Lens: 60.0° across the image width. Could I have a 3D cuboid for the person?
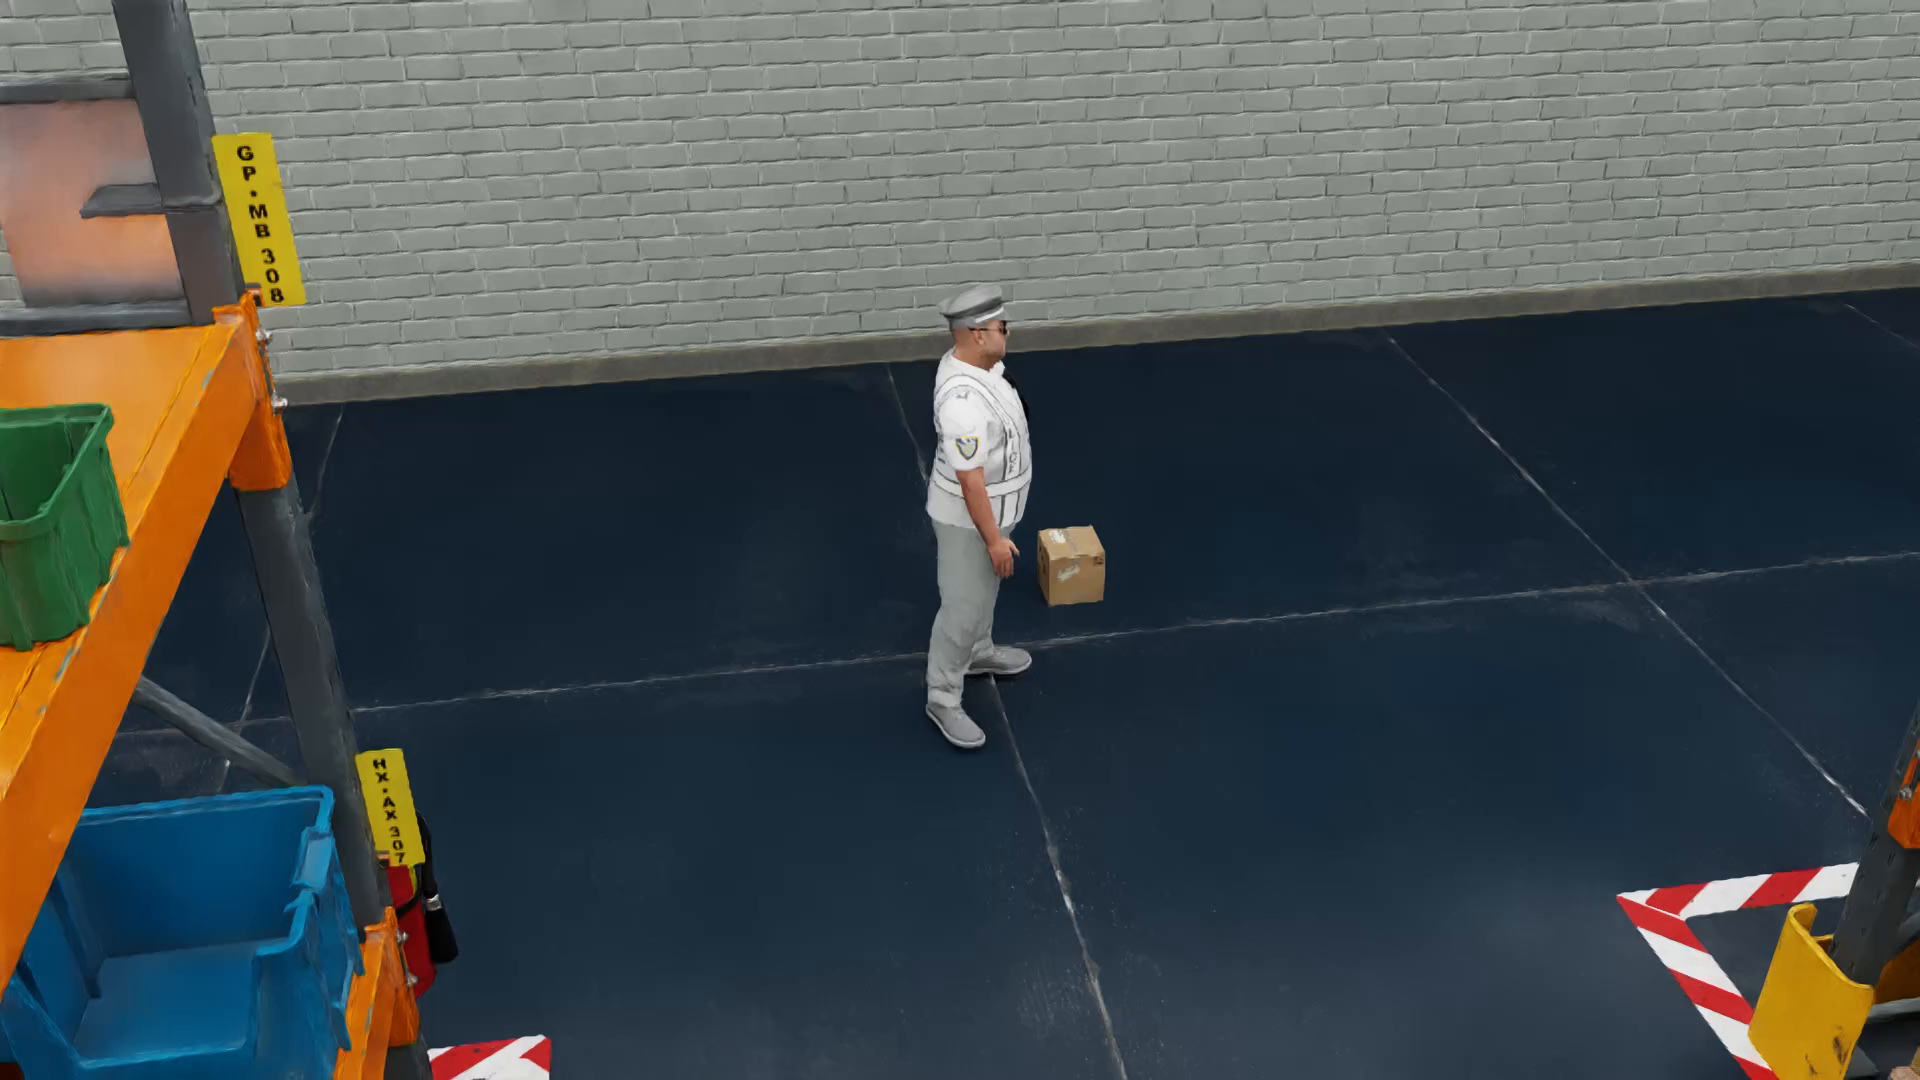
[{"bbox_3d":[0.070,-0.121,6.275,0.398,1.770,0.690,3,31,6],"label":"person"}]
